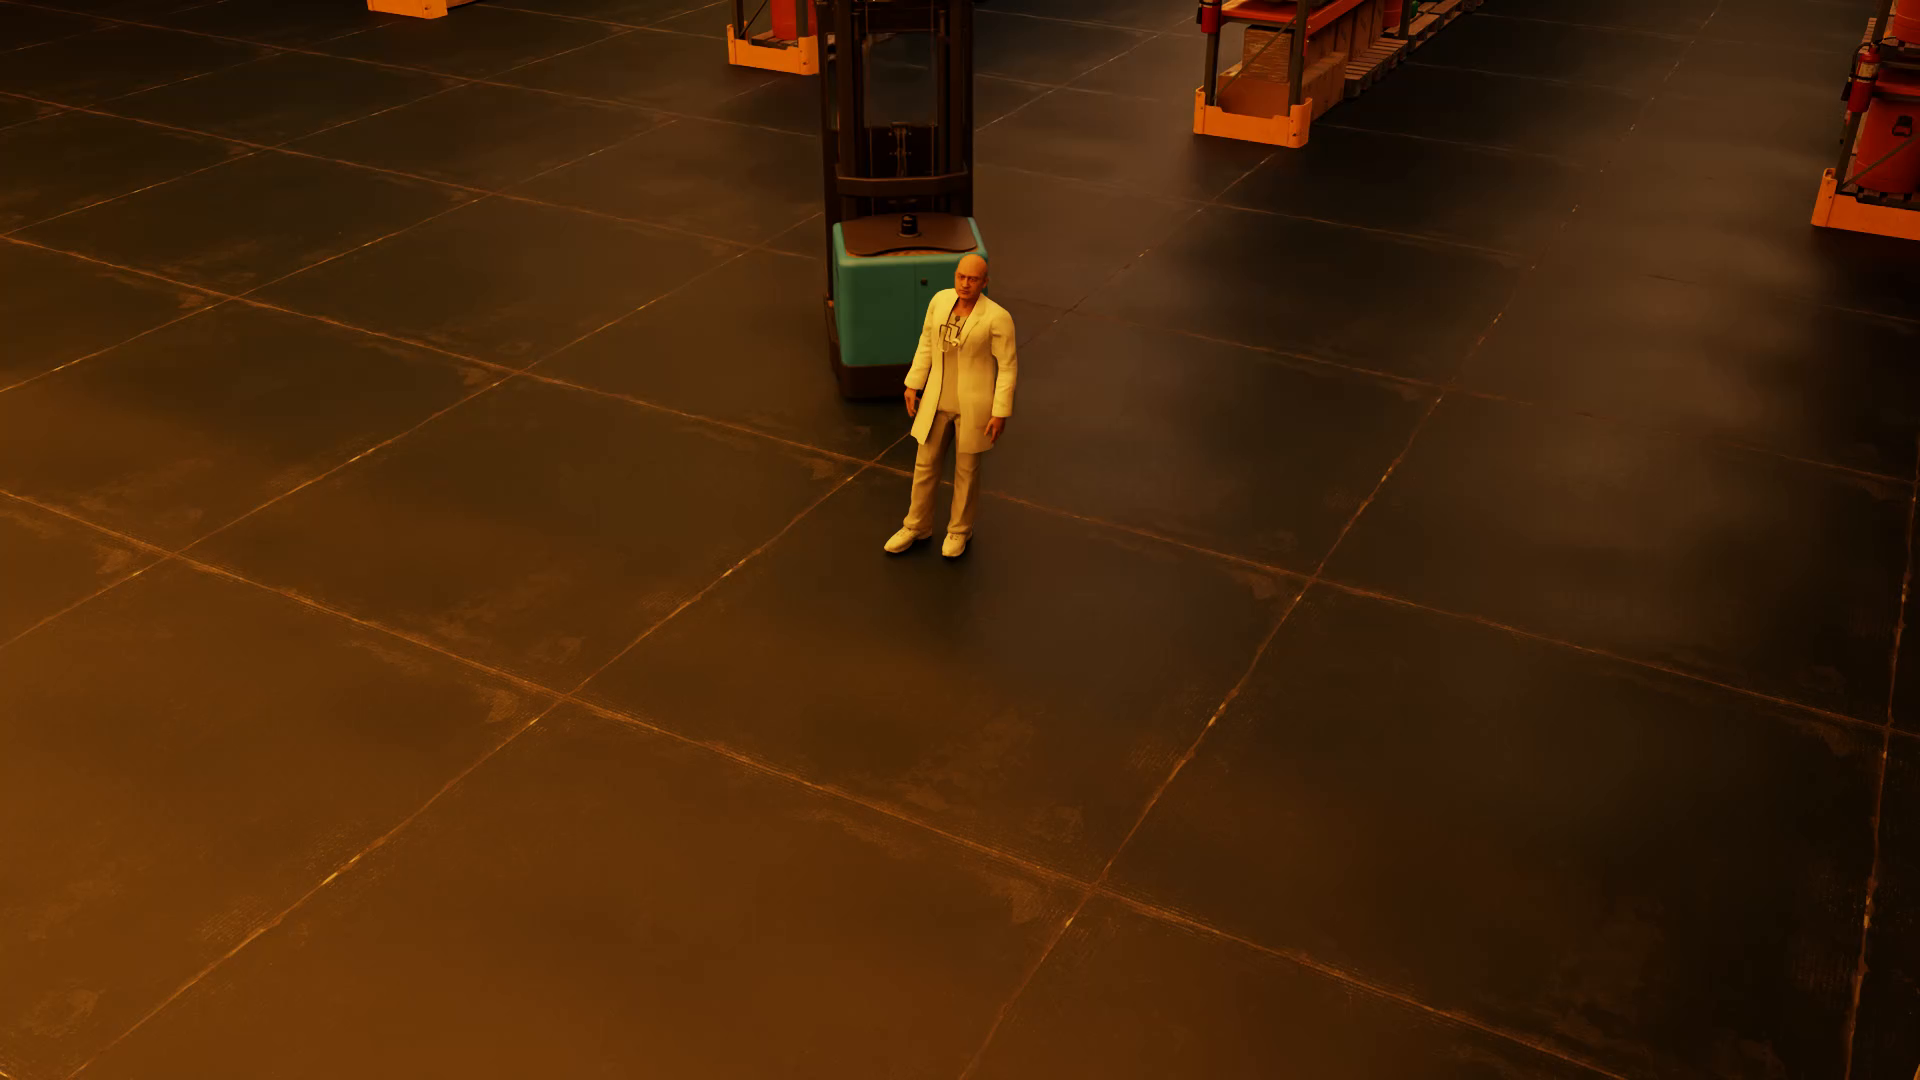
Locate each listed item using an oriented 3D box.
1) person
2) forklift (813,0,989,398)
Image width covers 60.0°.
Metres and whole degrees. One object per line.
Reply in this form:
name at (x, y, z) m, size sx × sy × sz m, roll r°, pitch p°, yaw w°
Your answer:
person at (-0.048, -0.737, 9.489) m, size 0.694 × 1.775 × 0.581 m, roll 15°, pitch 33°, yaw 25°
forklift at (-0.481, -2.969, 12.216) m, size 1.130 × 2.935 × 3.031 m, roll -3°, pitch 30°, yaw -6°
